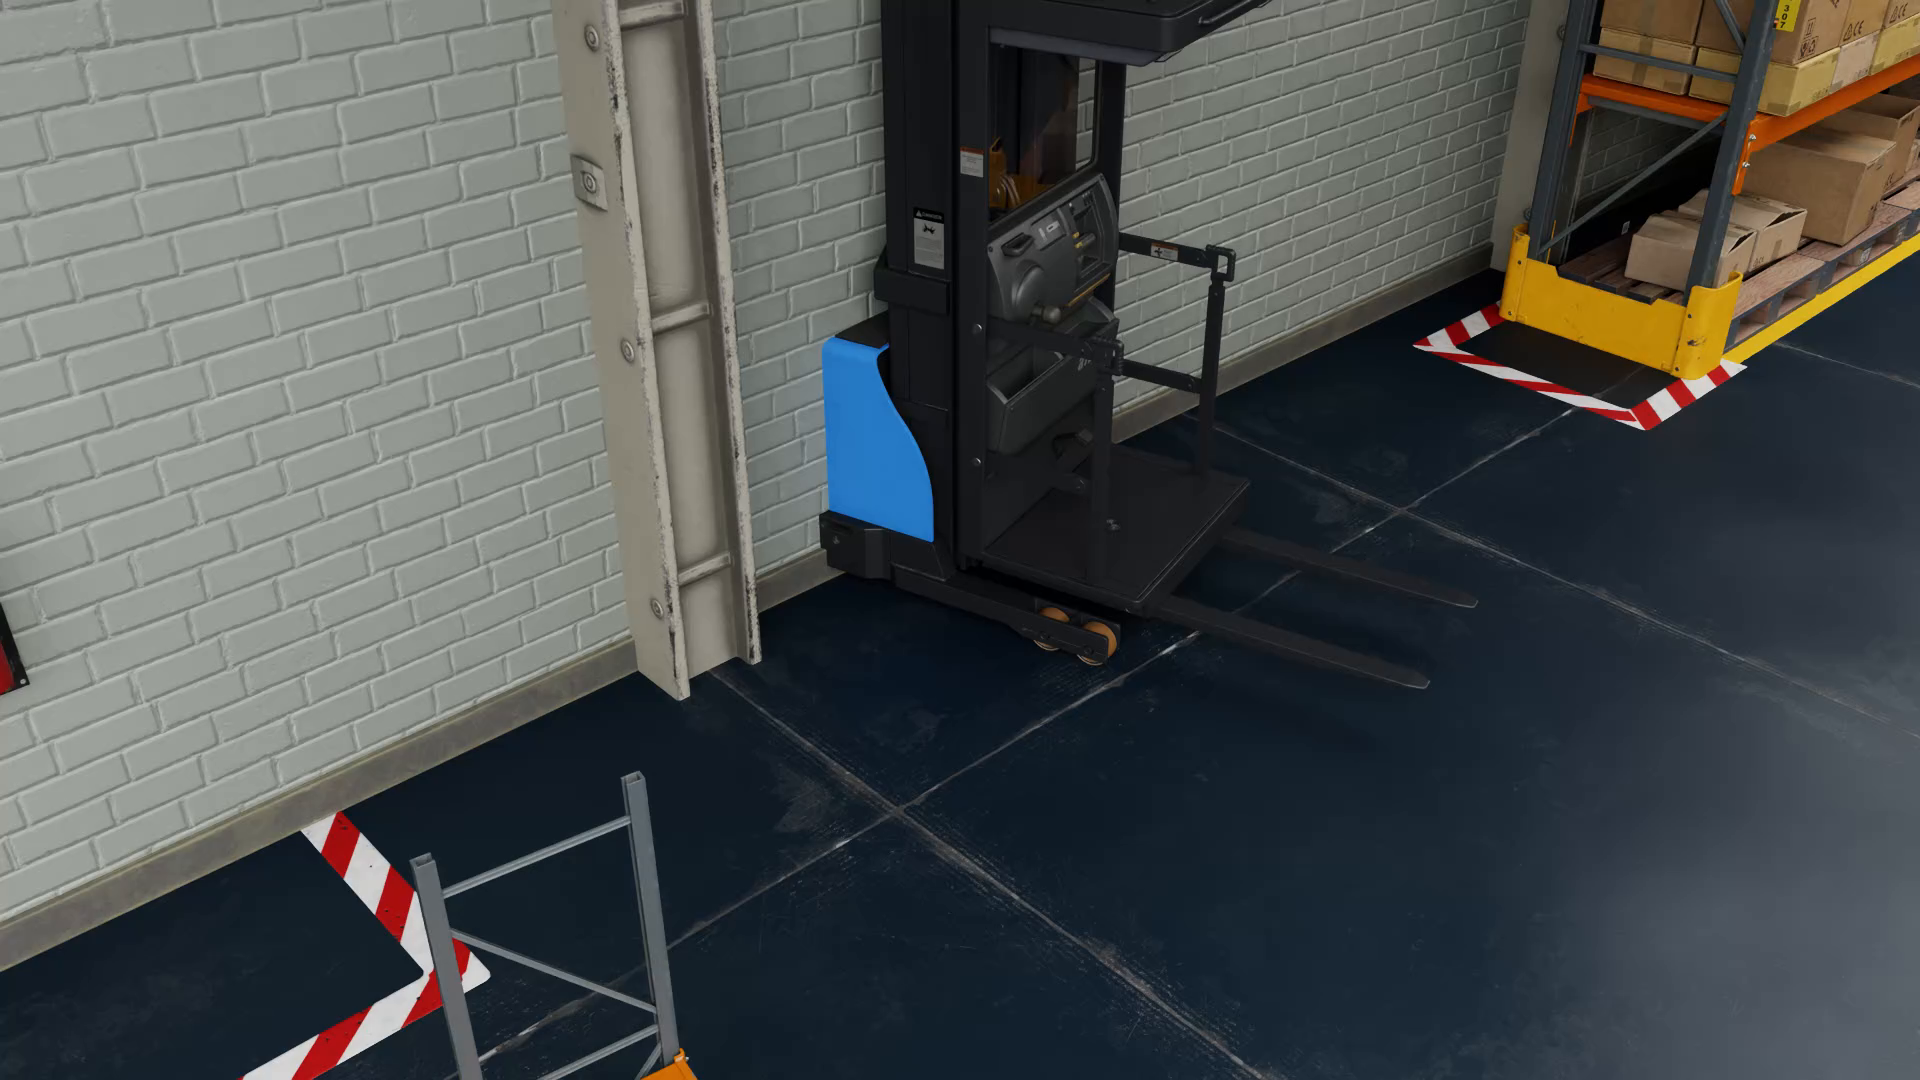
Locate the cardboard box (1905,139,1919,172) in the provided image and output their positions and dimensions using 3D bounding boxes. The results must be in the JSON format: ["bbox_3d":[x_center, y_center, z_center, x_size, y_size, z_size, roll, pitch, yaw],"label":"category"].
[{"bbox_3d":[6.018,-2.548,10.836,0.380,0.166,0.250,23,38,33],"label":"cardboard box"}]

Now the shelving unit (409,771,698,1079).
[{"bbox_3d":[-0.606,1.429,3.475,0.587,1.500,1.083,-19,36,-29],"label":"shelving unit"}]

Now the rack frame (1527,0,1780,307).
[{"bbox_3d":[3.457,-2.351,8.220,0.127,3.000,1.000,-26,40,-35],"label":"rack frame"}]

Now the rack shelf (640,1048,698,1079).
[{"bbox_3d":[-0.601,1.587,3.562,0.538,0.185,1.000,-19,36,-29],"label":"rack shelf"}]

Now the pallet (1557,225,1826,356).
[{"bbox_3d":[4.132,-1.463,9.441,1.213,0.211,1.003,-26,40,-35],"label":"pallet"}]

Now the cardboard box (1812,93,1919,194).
[{"bbox_3d":[5.656,-2.508,10.451,0.500,0.500,0.500,26,40,35],"label":"cardboard box"}]

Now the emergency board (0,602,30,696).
[{"bbox_3d":[-2.856,0.060,4.277,0.643,1.169,0.194,-26,40,-35],"label":"emergency board"}]

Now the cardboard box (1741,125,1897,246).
[{"bbox_3d":[5.015,-2.127,9.827,0.700,0.500,0.500,26,40,36],"label":"cardboard box"}]

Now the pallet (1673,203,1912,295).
[{"bbox_3d":[5.027,-1.894,10.145,1.213,0.211,1.003,-26,40,-35],"label":"pallet"}]

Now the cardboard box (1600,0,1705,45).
[{"bbox_3d":[3.658,-2.864,8.465,0.500,0.500,0.500,-26,40,-36],"label":"cardboard box"}]

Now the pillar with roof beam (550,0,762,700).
[{"bbox_3d":[1.909,-1.715,1.429,0.400,9.000,9.100,-26,40,-35],"label":"pillar with roof beam"}]

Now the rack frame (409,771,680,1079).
[{"bbox_3d":[-0.887,1.214,3.827,0.500,1.500,0.032,-19,36,-29],"label":"rack frame"}]

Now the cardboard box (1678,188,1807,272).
[{"bbox_3d":[4.443,-1.805,9.482,0.500,0.311,0.500,-22,38,-32],"label":"cardboard box"}]

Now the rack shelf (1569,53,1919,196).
[{"bbox_3d":[4.923,-2.754,9.568,4.000,0.370,1.077,-26,40,-35],"label":"rack shelf"}]

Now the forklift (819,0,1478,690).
[{"bbox_3d":[0.539,-1.082,6.210,3.031,2.935,1.130,17,35,26],"label":"forklift"}]

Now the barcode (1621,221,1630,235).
[{"bbox_3d":[3.767,-1.766,9.410,0.075,0.075,0.001,-26,40,-35],"label":"barcode"}]

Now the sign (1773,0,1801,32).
[{"bbox_3d":[3.826,-2.513,7.655,0.005,0.325,0.100,-26,40,-35],"label":"sign"}]

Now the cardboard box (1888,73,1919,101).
[{"bbox_3d":[6.918,-3.159,11.515,0.500,0.500,0.700,-24,39,-34],"label":"cardboard box"}]

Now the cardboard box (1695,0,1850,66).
[{"bbox_3d":[4.011,-2.670,8.147,0.500,0.500,0.500,-26,40,-35],"label":"cardboard box"}]

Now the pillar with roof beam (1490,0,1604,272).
[{"bbox_3d":[6.309,-3.843,4.909,0.400,9.000,9.100,-26,40,-35],"label":"pillar with roof beam"}]

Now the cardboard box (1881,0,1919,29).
[{"bbox_3d":[4.764,-3.023,8.723,0.500,0.500,0.500,-27,41,-37],"label":"cardboard box"}]

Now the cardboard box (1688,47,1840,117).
[{"bbox_3d":[4.031,-2.348,8.338,0.500,0.250,0.500,-27,41,-37],"label":"cardboard box"}]

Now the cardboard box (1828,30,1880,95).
[{"bbox_3d":[4.402,-2.537,8.649,0.500,0.250,0.500,-27,41,-37],"label":"cardboard box"}]

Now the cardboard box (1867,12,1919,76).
[{"bbox_3d":[4.779,-2.716,8.940,0.500,0.250,0.500,-27,40,-36],"label":"cardboard box"}]

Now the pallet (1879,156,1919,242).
[{"bbox_3d":[5.922,-2.329,10.856,1.213,0.211,1.003,-26,40,-35],"label":"pallet"}]

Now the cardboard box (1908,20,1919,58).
[{"bbox_3d":[5.151,-2.894,9.232,0.500,0.250,0.500,-25,40,-35],"label":"cardboard box"}]

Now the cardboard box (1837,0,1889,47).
[{"bbox_3d":[4.380,-2.842,8.428,0.500,0.500,0.500,-26,40,-35],"label":"cardboard box"}]

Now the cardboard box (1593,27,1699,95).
[{"bbox_3d":[3.668,-2.536,8.646,0.500,0.250,0.500,-25,39,-35],"label":"cardboard box"}]

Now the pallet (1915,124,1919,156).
[{"bbox_3d":[6.960,-2.857,11.720,1.213,0.211,1.003,-26,40,-35],"label":"pallet"}]

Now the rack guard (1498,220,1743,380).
[{"bbox_3d":[3.513,-1.312,8.916,0.348,0.500,1.175,-26,40,-35],"label":"rack guard"}]

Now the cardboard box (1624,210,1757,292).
[{"bbox_3d":[4.025,-1.603,9.152,0.500,0.311,0.500,24,39,34],"label":"cardboard box"}]
